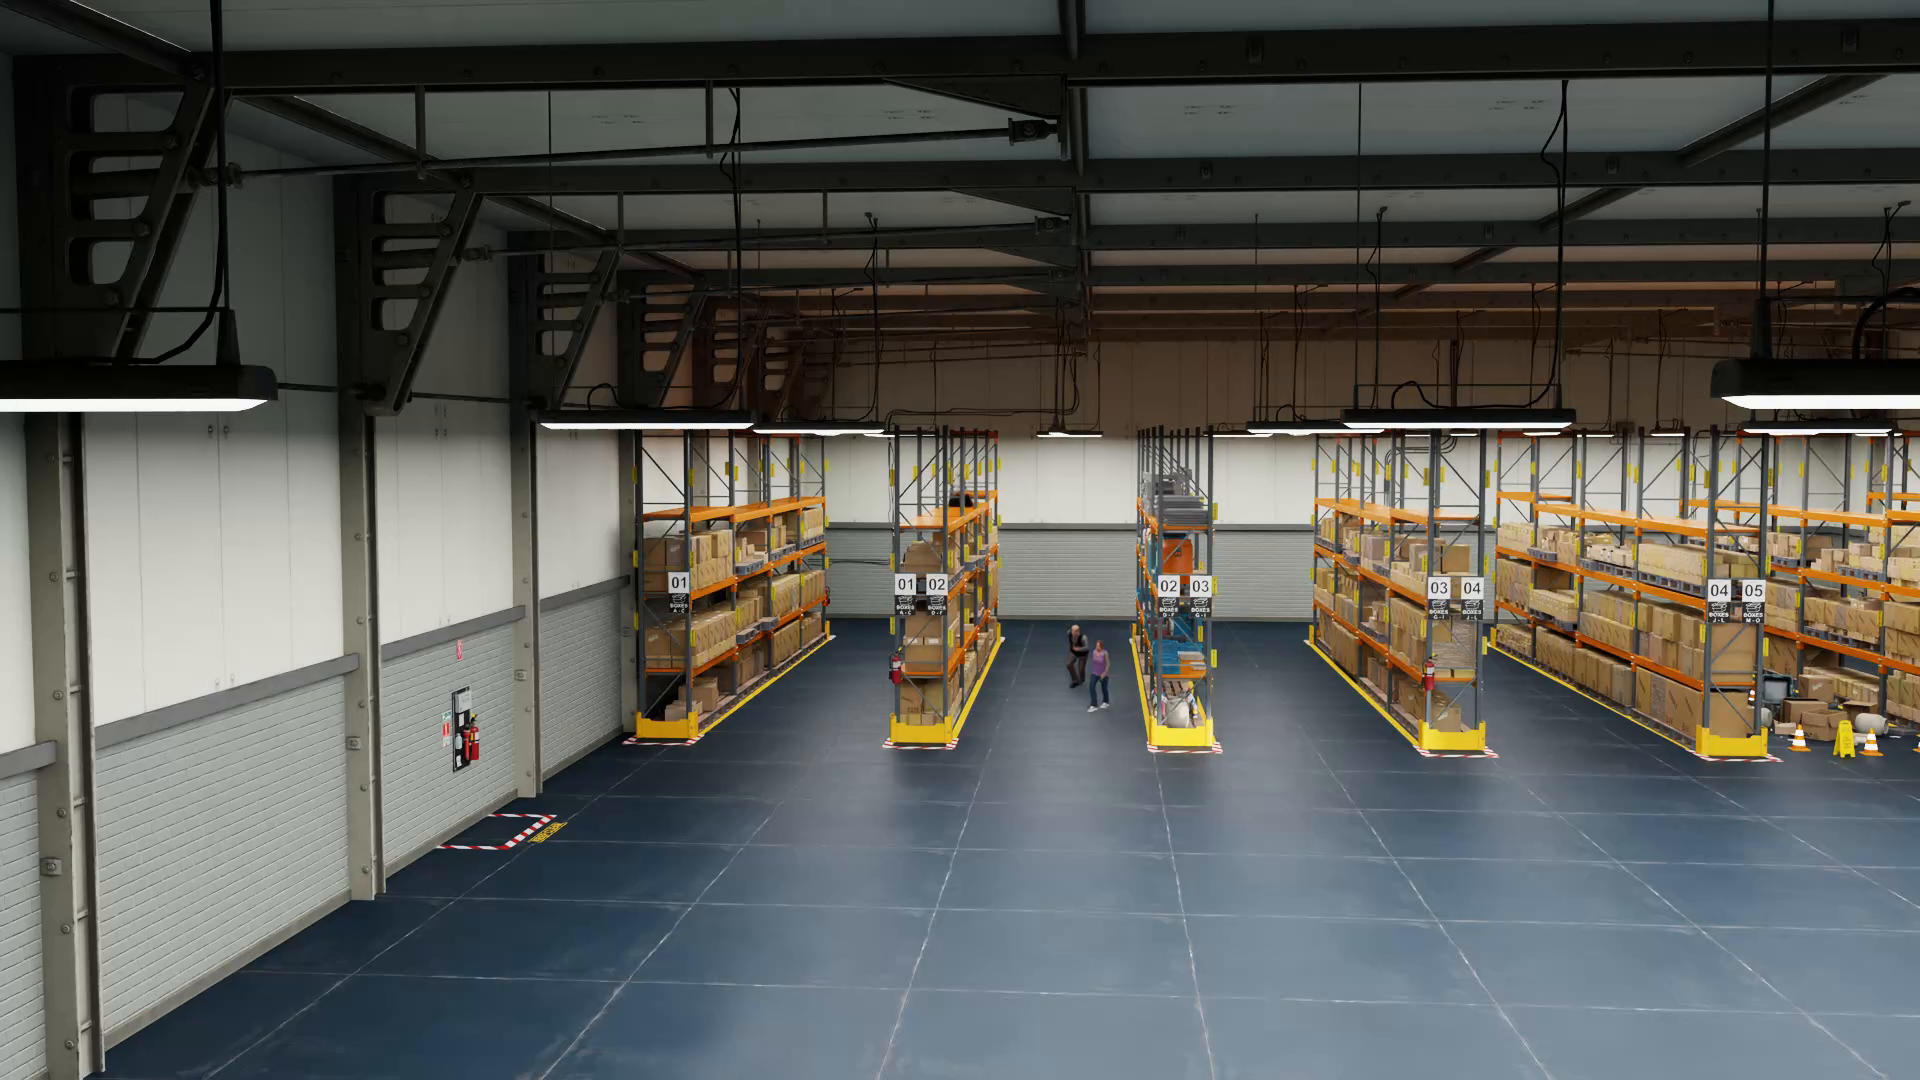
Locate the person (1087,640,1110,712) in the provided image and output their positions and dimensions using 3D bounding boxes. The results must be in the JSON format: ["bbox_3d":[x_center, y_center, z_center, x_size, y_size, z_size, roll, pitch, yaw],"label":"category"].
[{"bbox_3d":[2.966,2.832,35.011,0.497,1.504,0.929,2,4,25],"label":"person"}]

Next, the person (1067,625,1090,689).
[{"bbox_3d":[2.771,2.680,38.474,0.641,1.515,1.144,1,4,23],"label":"person"}]
